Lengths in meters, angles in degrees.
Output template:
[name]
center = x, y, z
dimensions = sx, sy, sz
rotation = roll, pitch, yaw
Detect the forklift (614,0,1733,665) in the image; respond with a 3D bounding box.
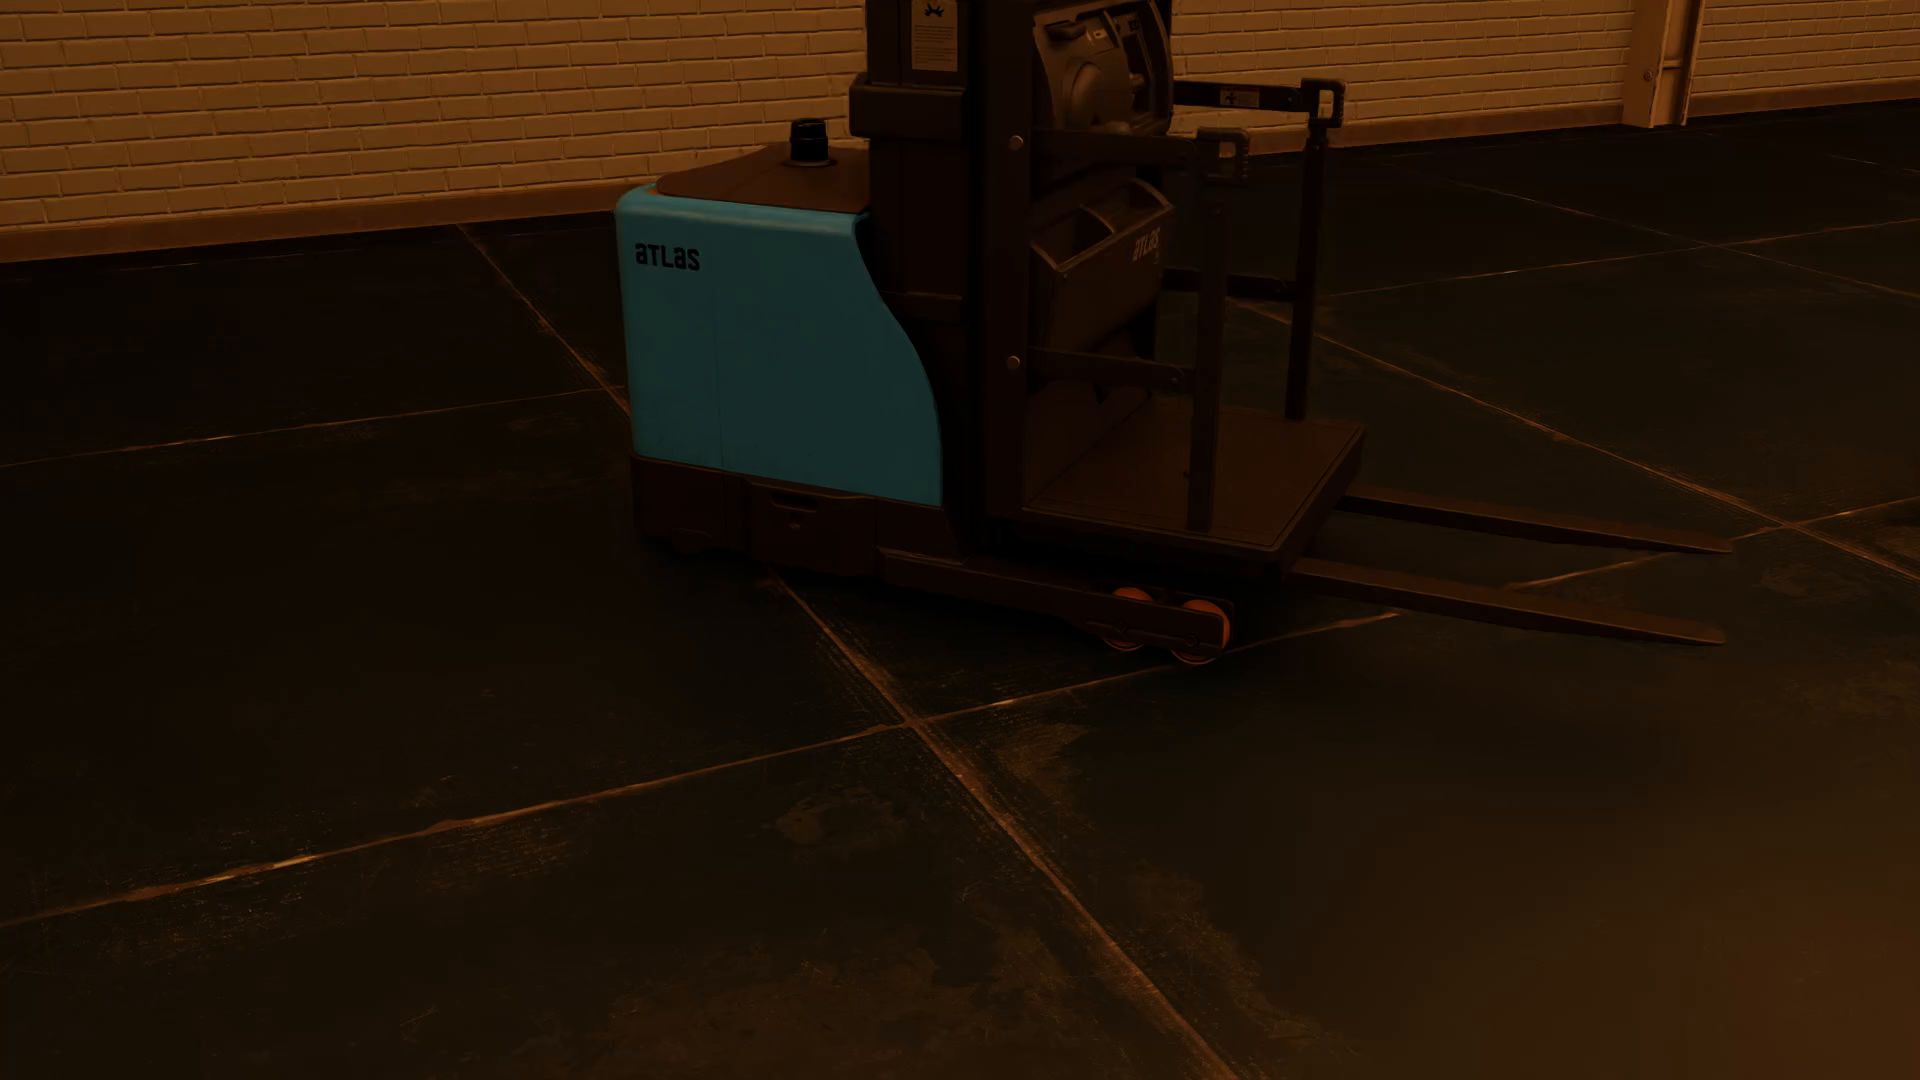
[forklift]
center = 0.572, -1.260, 4.320
dimensions = 3.031, 2.935, 1.130
rotation = 10, 25, 23
